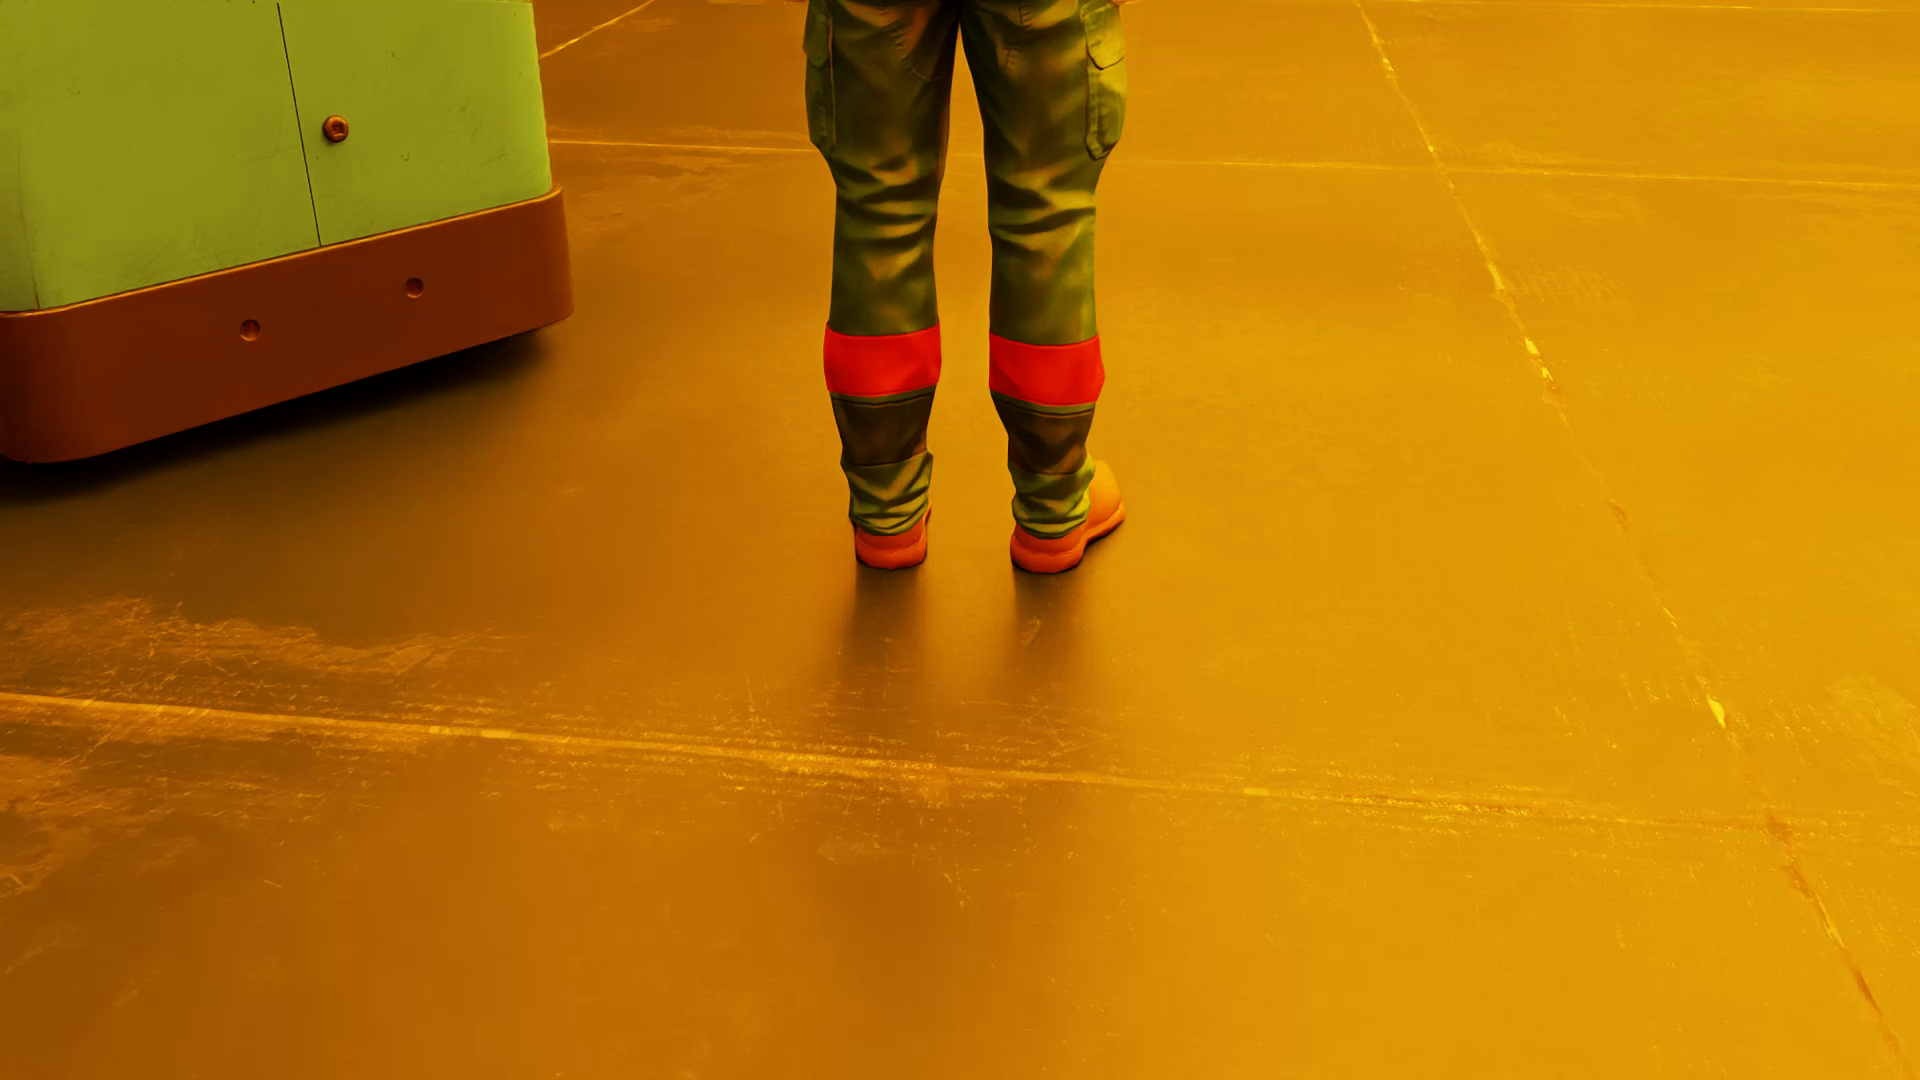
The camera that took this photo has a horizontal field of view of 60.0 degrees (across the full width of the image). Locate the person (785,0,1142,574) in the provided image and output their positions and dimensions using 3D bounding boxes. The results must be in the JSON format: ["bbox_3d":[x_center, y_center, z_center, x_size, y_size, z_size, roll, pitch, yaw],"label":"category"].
[{"bbox_3d":[-0.009,-0.806,2.111,0.536,1.795,0.369,3,27,7],"label":"person"}]

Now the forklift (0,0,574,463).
[{"bbox_3d":[-2.175,-1.976,3.178,3.031,2.935,1.130,22,34,37],"label":"forklift"}]
